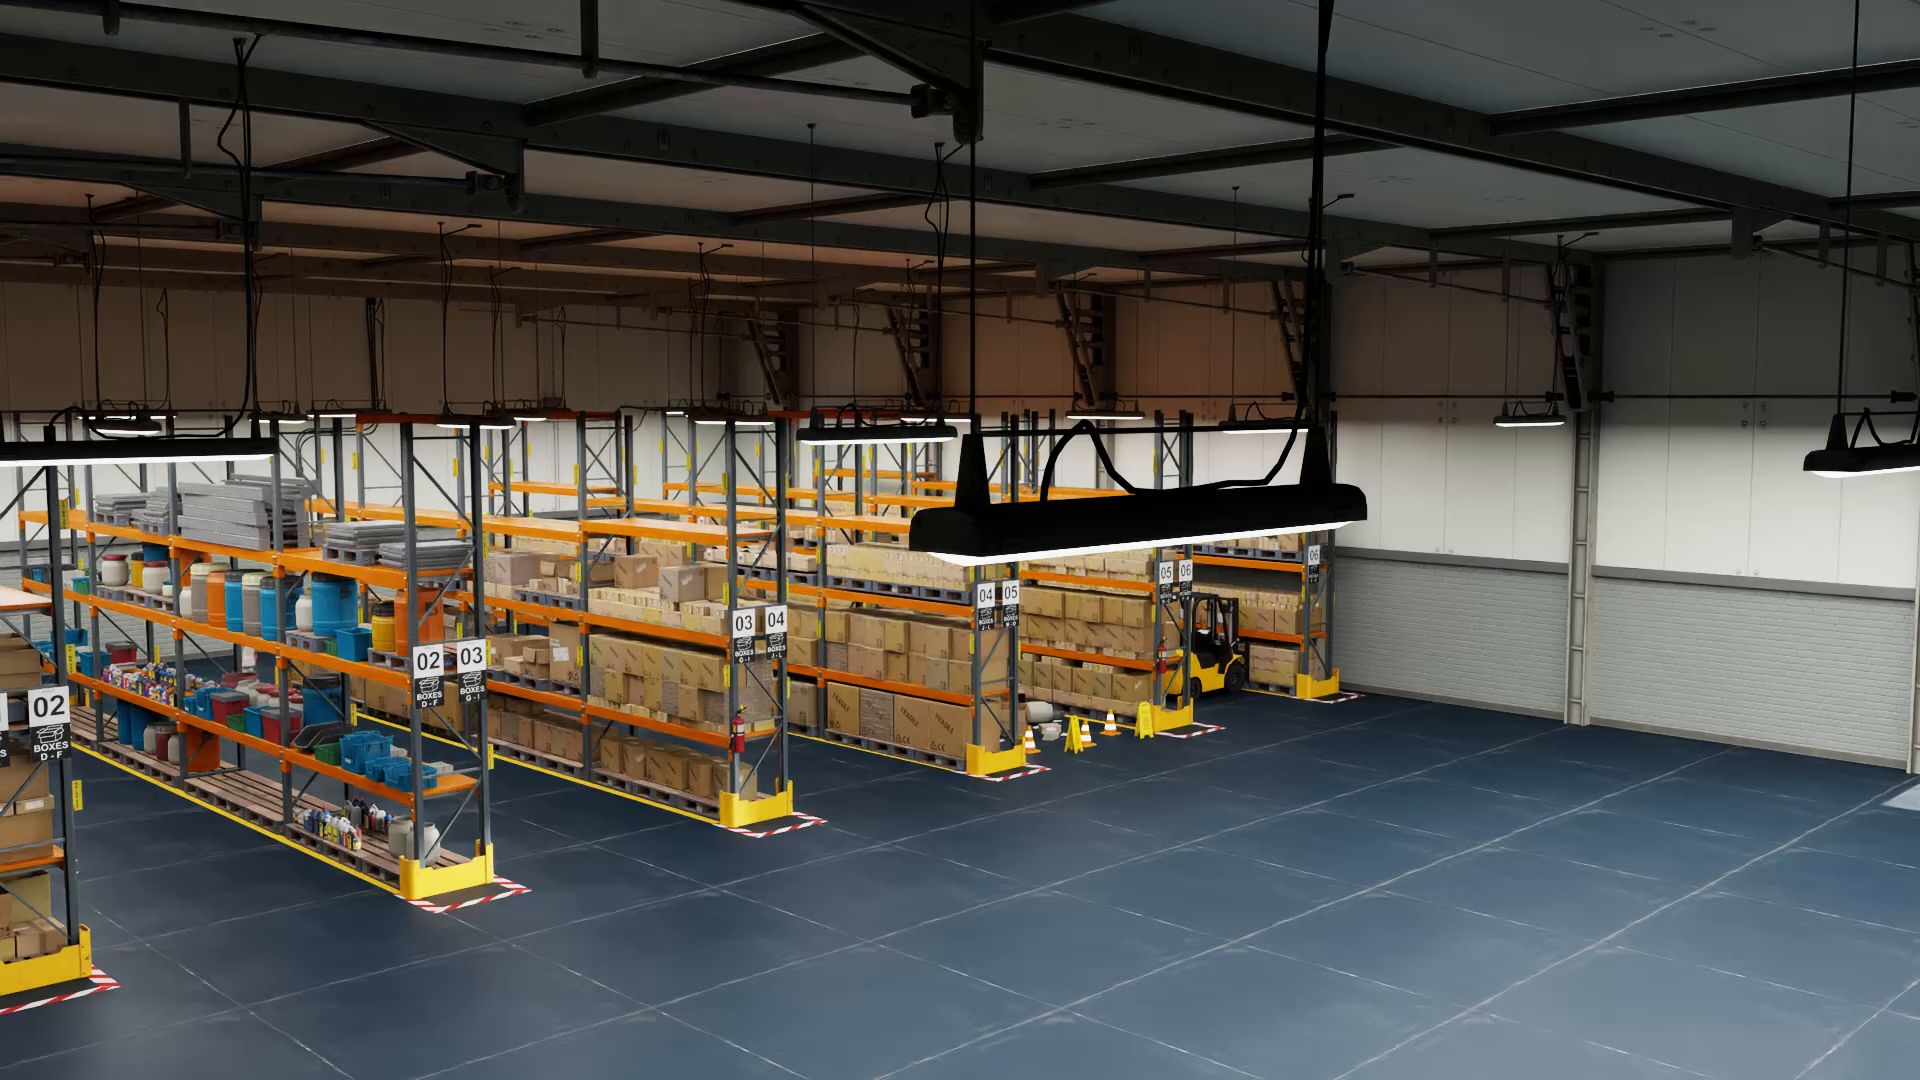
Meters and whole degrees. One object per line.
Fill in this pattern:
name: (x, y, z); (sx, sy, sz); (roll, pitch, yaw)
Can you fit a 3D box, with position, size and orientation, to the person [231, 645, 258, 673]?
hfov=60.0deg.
person: (-14.295, 2.547, 33.251); (0.480, 1.785, 0.631); (2, 5, 25)
